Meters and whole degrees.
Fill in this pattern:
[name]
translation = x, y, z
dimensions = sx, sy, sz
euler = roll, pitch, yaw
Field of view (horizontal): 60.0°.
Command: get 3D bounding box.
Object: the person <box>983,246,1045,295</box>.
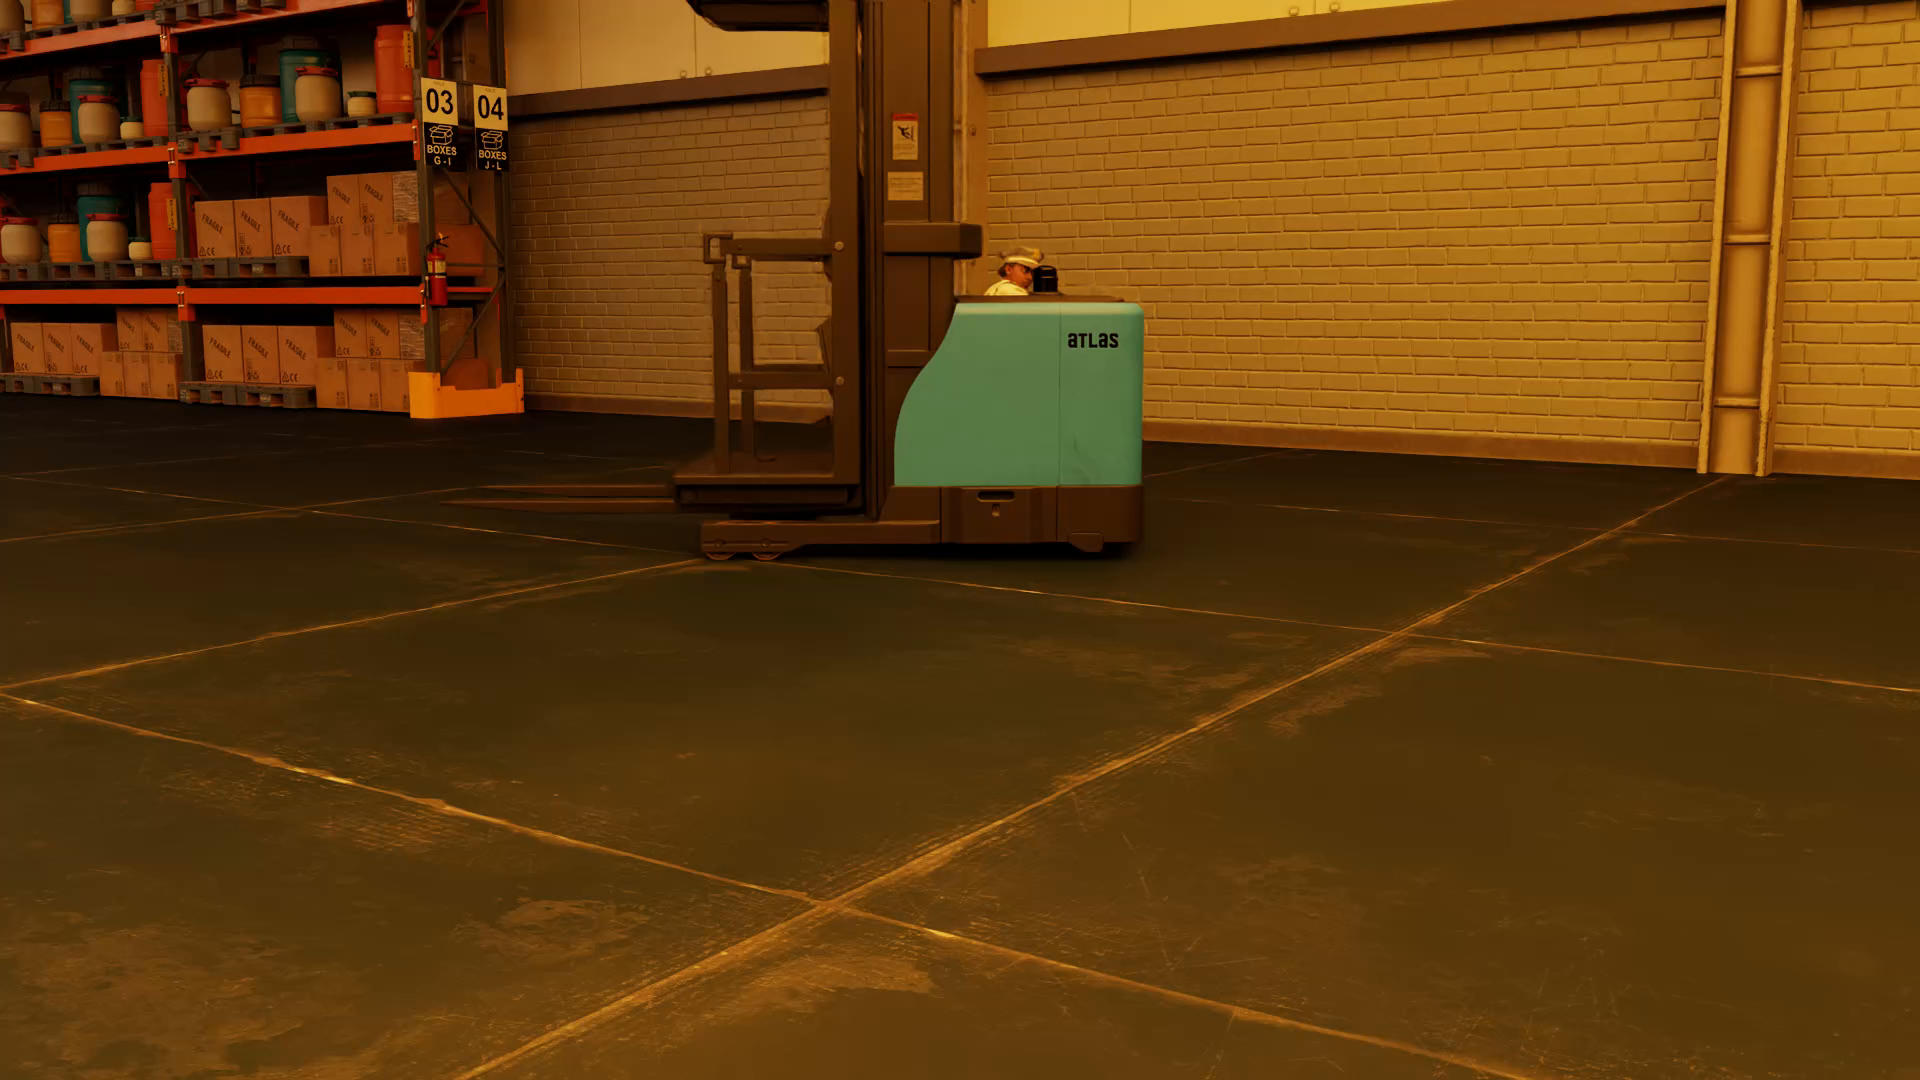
[person]
translation = 0.400, -0.978, 9.597
dimensions = 0.893, 1.414, 0.716
euler = -5, 10, -32

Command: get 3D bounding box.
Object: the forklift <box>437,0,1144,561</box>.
[forklift]
translation = -0.738, -1.439, 7.315
dimensions = 3.031, 2.935, 1.130
euler = 0, 8, -1
